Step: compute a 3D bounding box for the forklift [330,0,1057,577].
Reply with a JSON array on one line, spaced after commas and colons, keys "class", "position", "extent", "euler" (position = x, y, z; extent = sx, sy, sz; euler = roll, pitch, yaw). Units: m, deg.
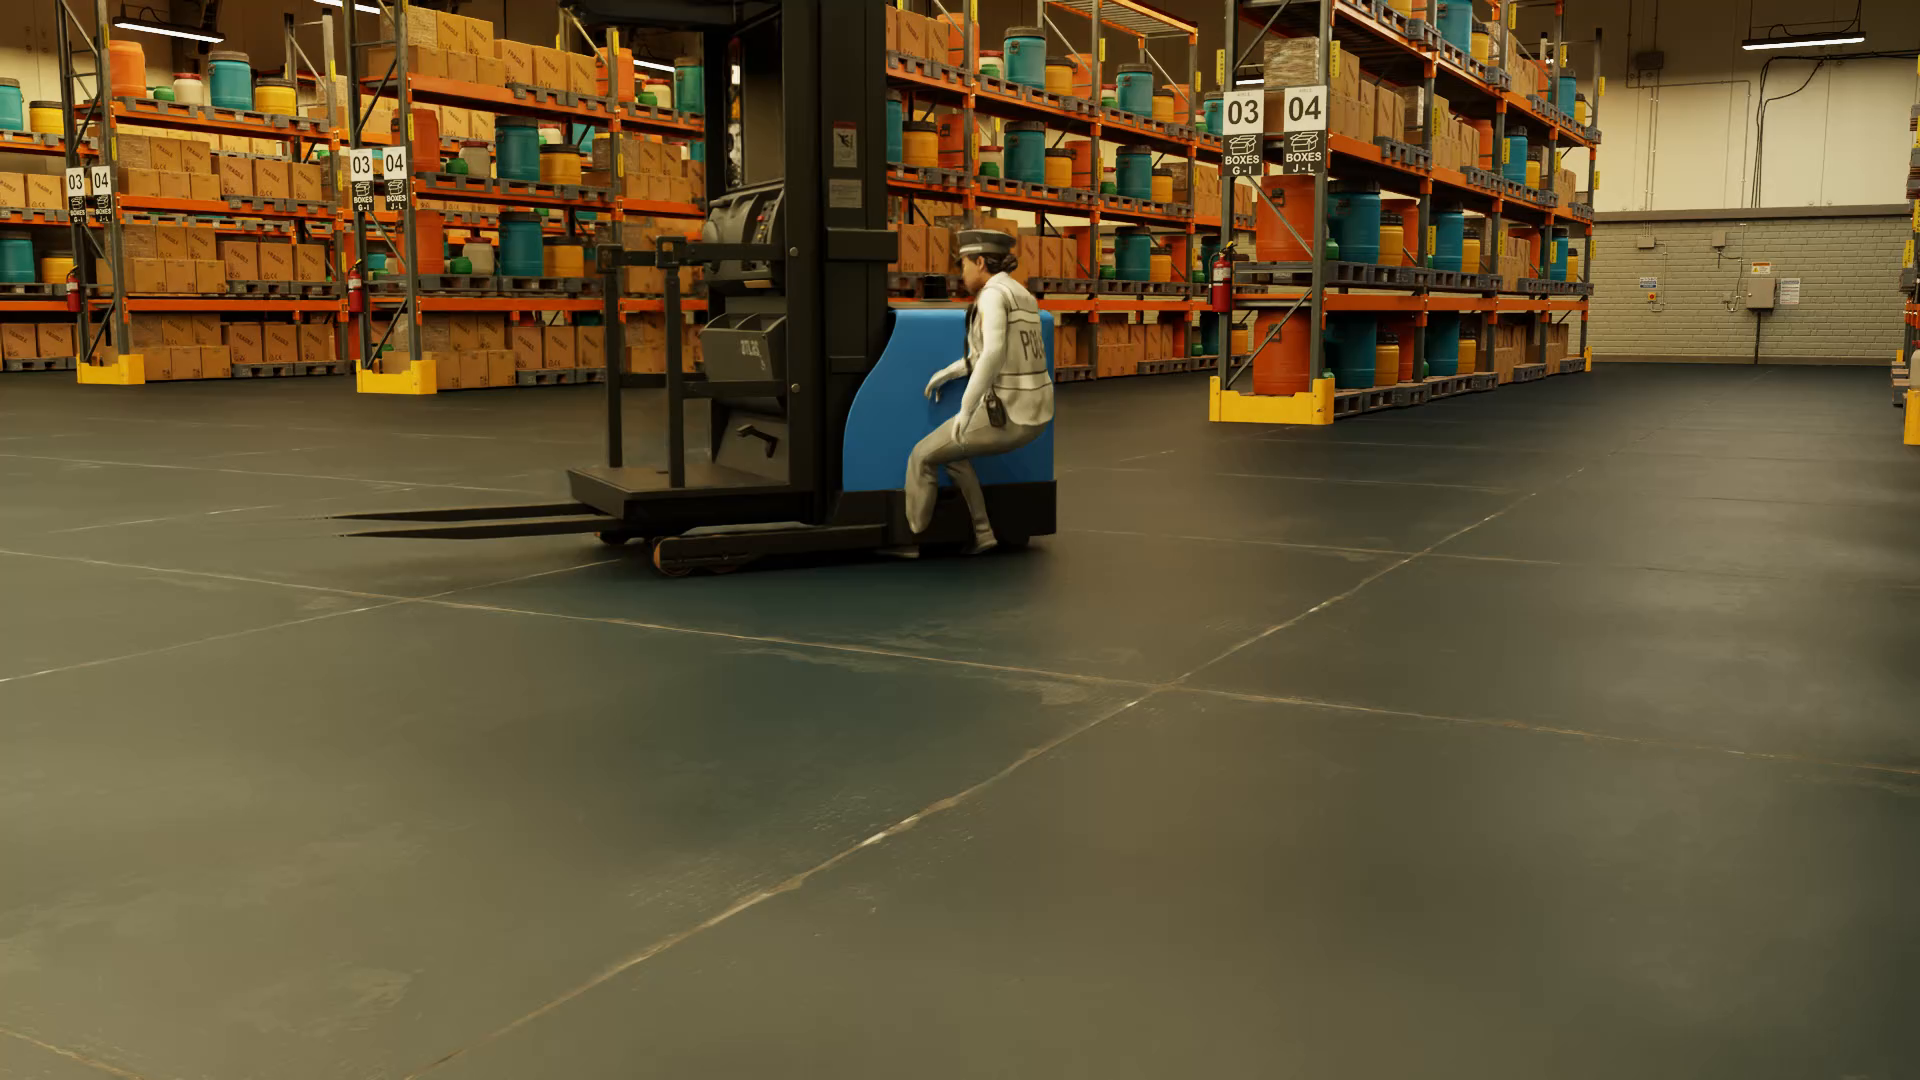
[{"class": "forklift", "position": [-1.120, -1.383, 7.117], "extent": [3.031, 2.935, 1.130], "euler": [-4, 9, -26]}]

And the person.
[{"class": "person", "position": [-0.031, -0.564, 7.020], "extent": [0.857, 1.465, 0.738], "euler": [3, 8, 20]}]
